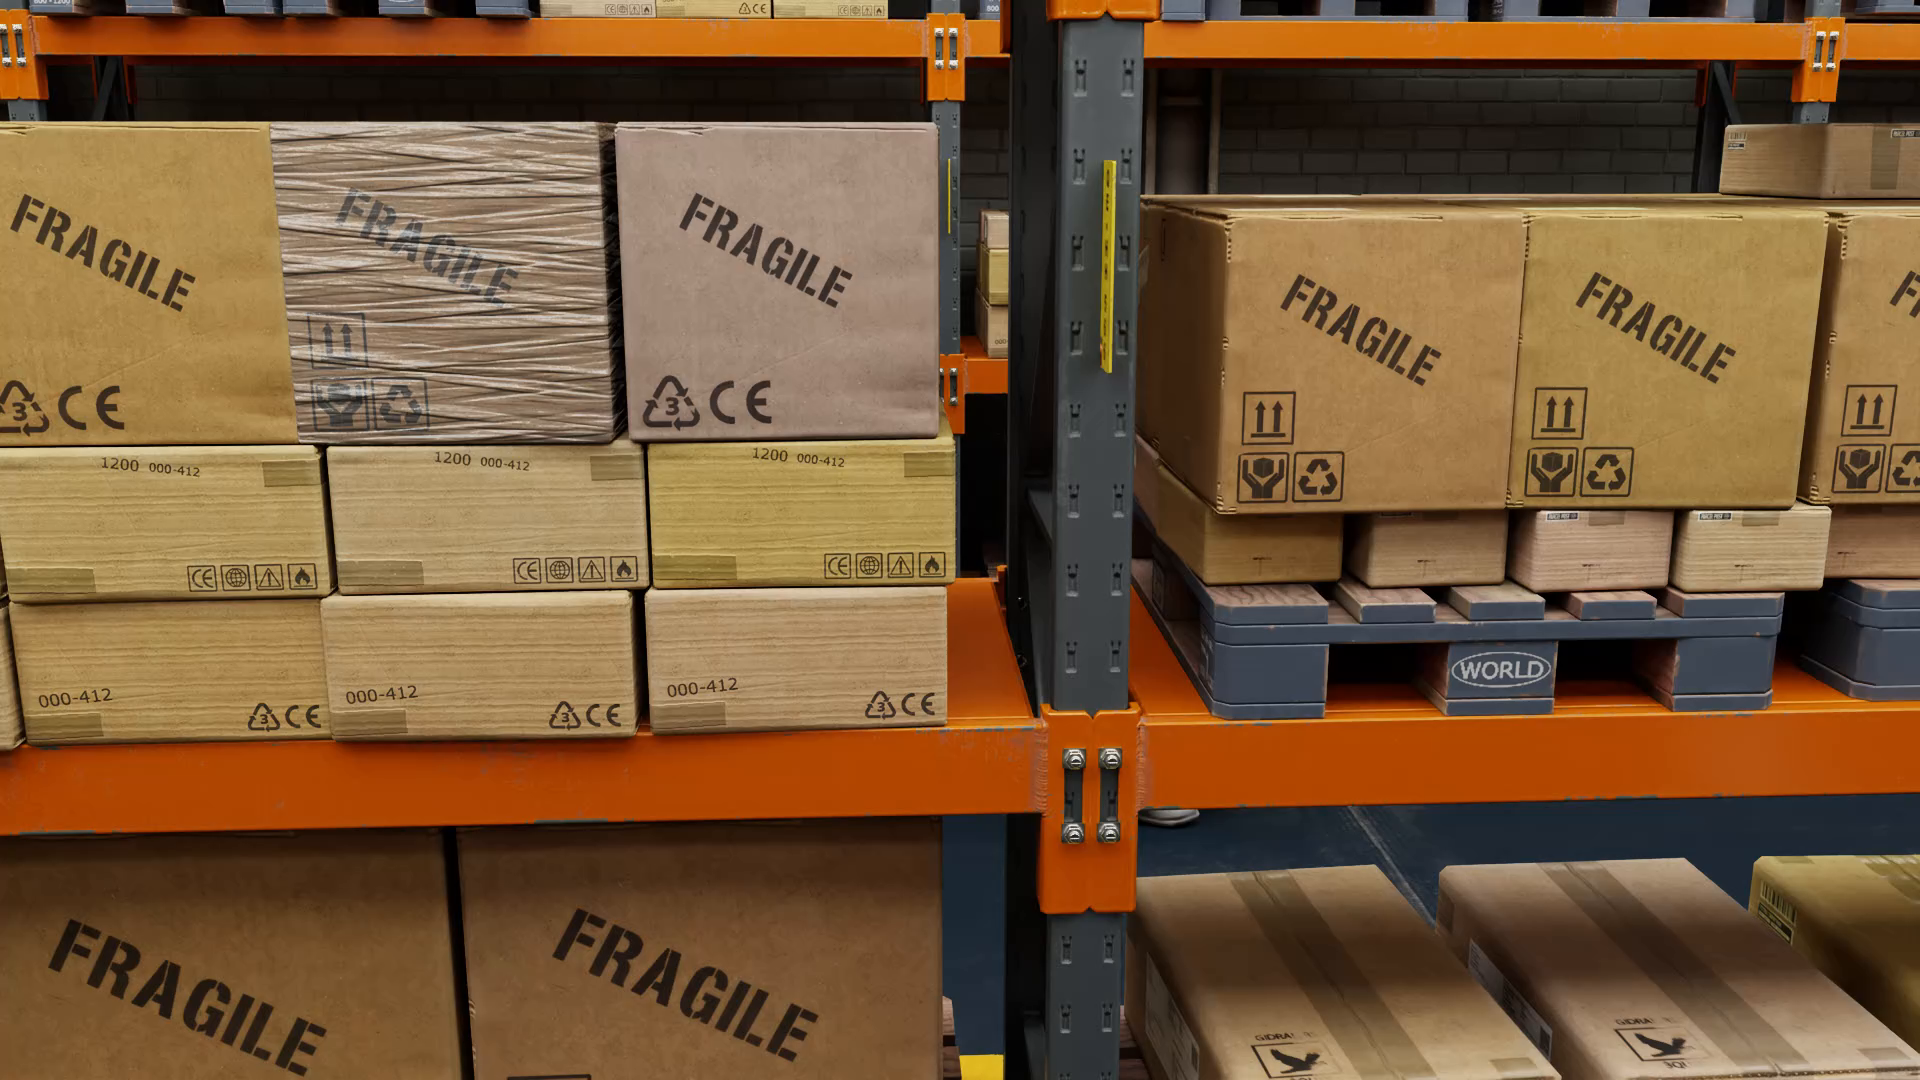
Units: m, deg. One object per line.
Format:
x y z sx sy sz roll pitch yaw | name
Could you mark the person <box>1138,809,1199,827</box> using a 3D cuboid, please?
0.618 0.058 5.725 0.450 1.773 0.623 -2 13 -7 | person
